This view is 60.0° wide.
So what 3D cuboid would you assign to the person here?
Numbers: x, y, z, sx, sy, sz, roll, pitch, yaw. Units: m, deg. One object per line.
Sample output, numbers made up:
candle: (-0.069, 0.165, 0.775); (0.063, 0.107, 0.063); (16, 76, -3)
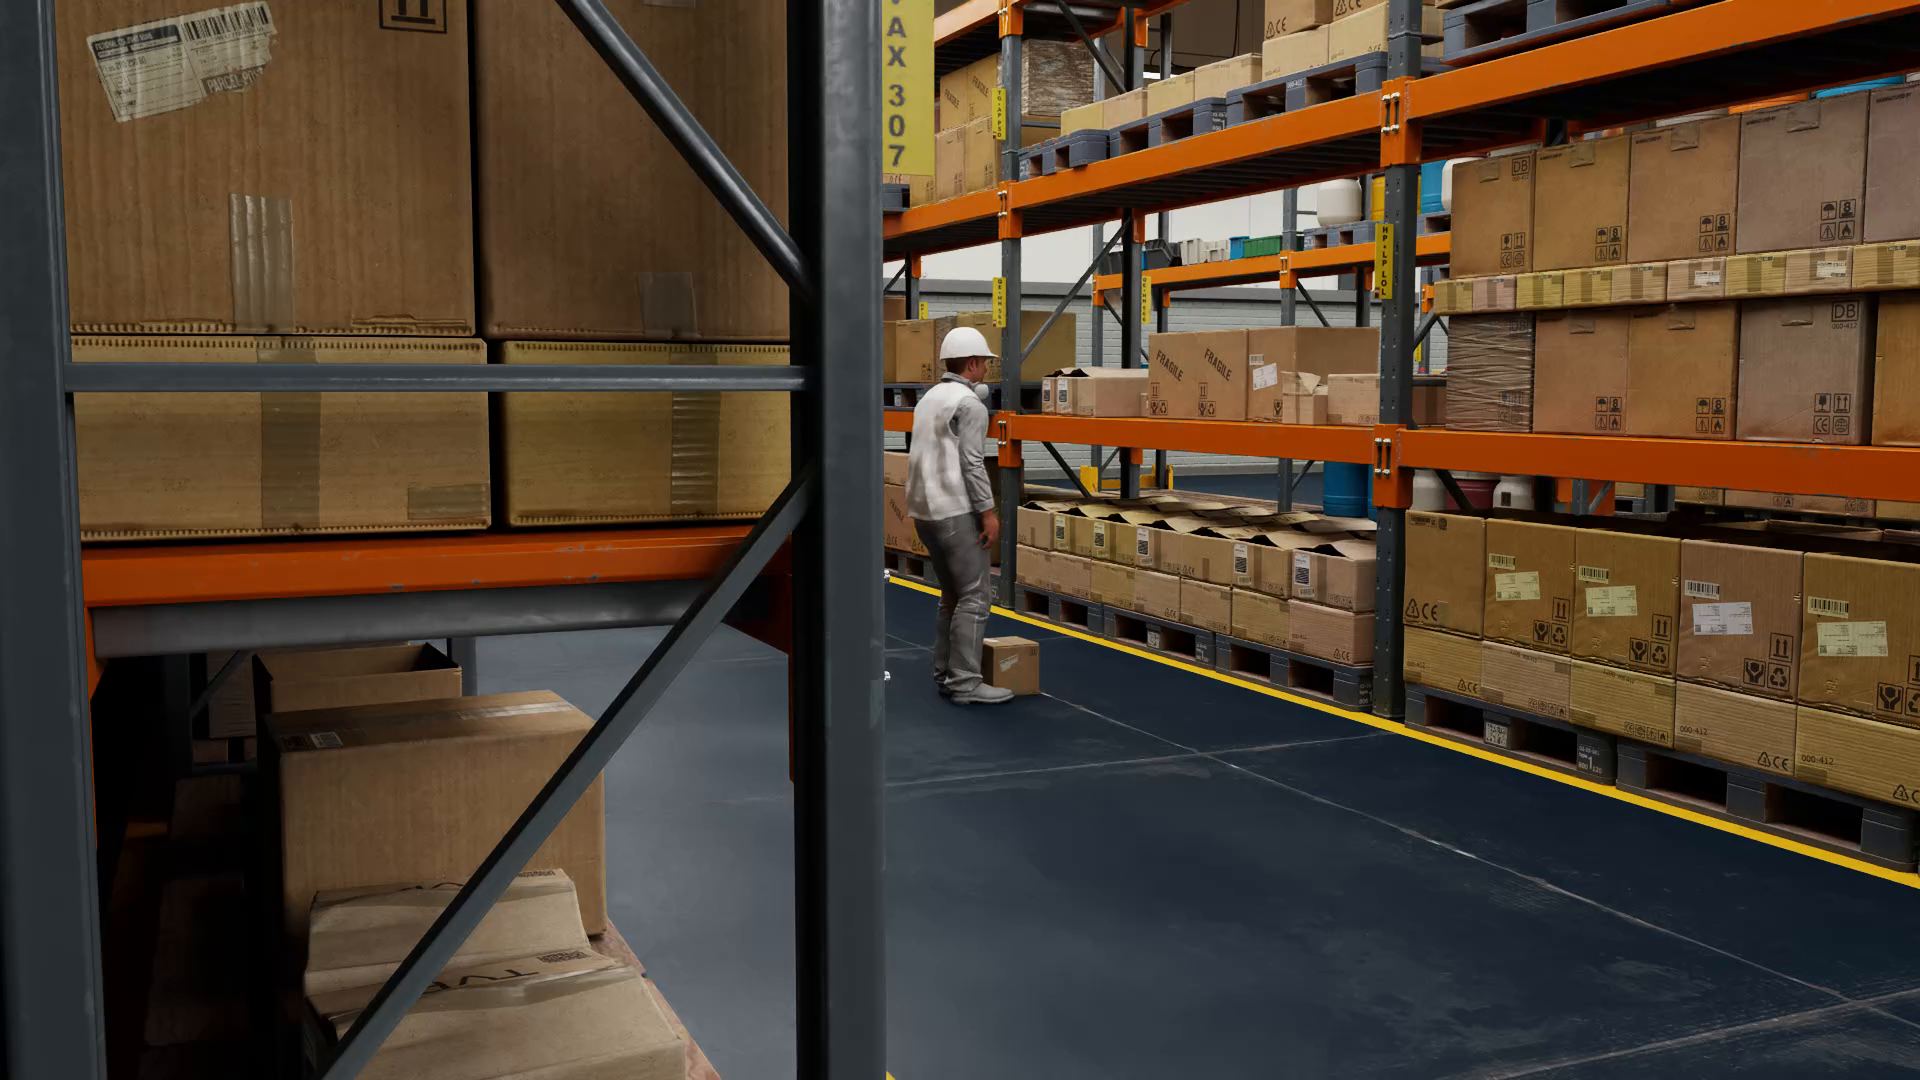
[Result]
person: (-0.013, -0.129, 7.975); (0.466, 1.773, 0.592); (-3, 6, -26)
